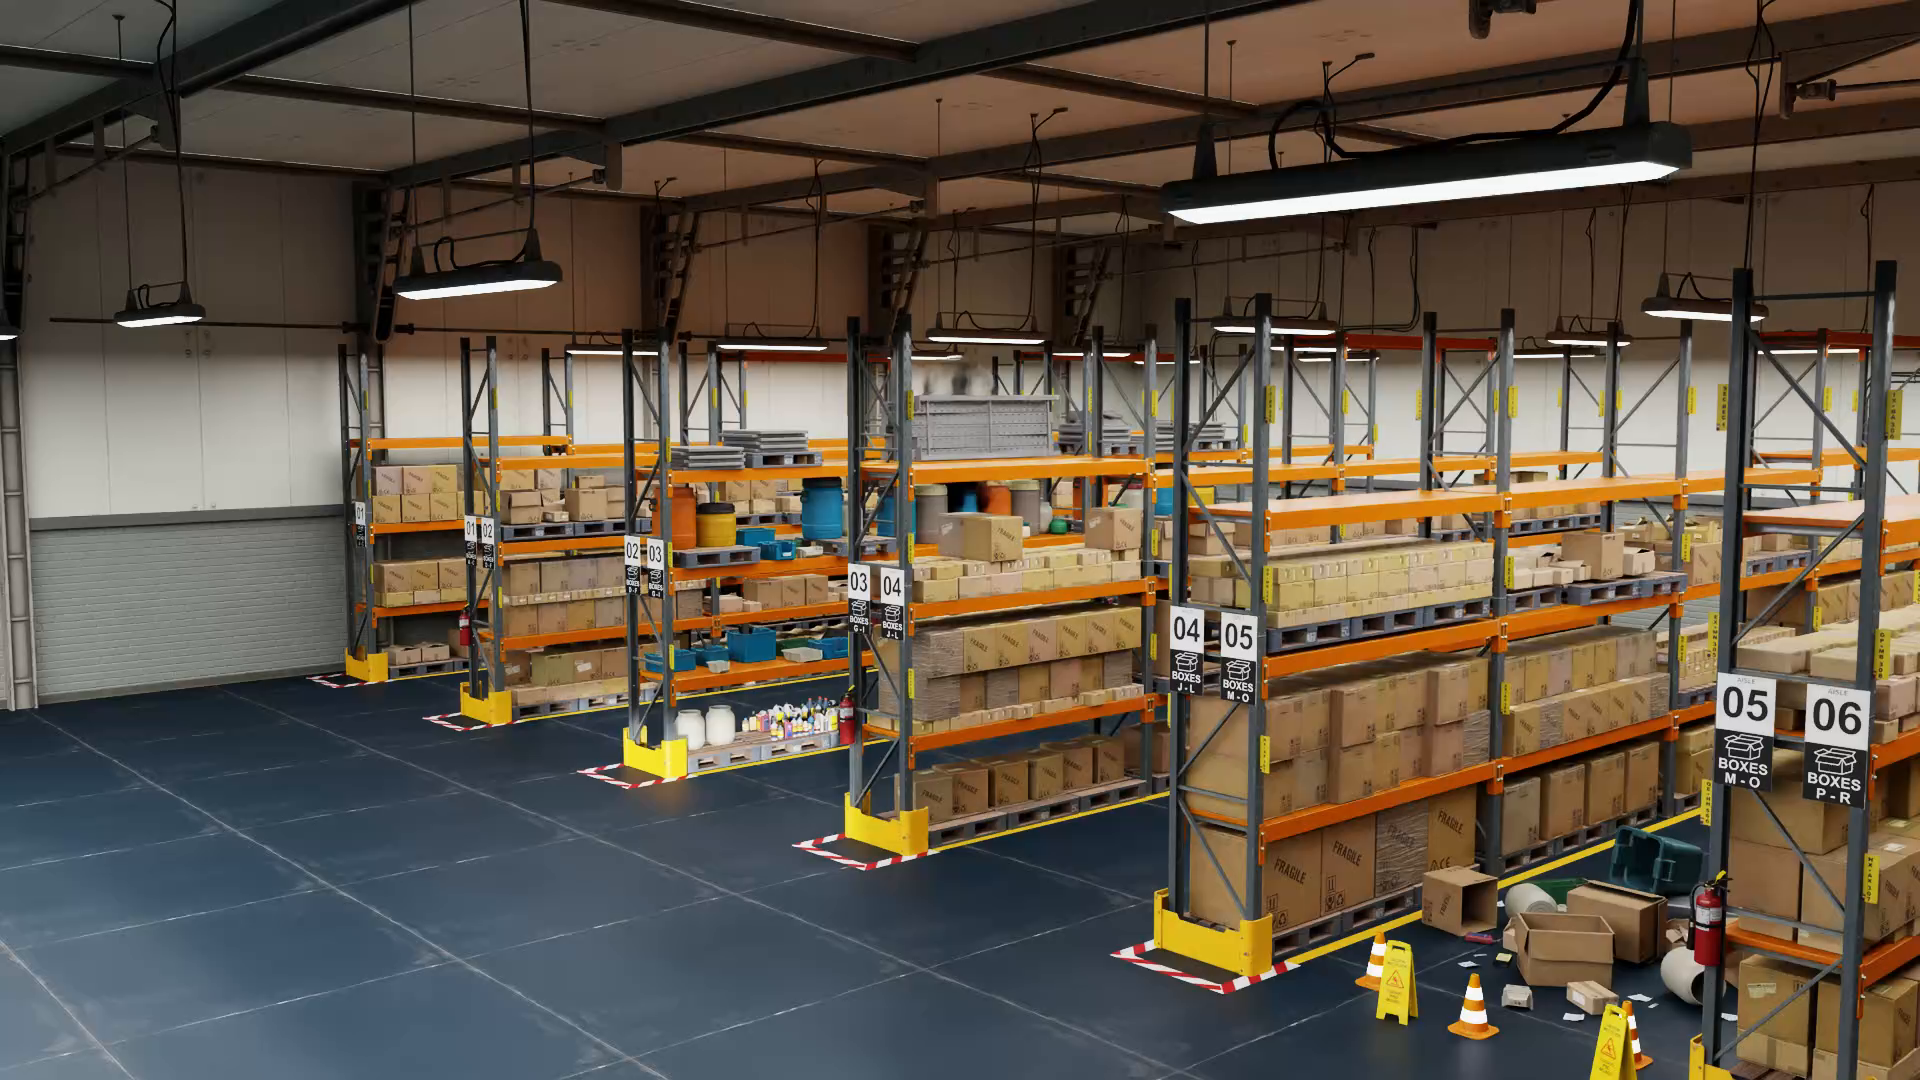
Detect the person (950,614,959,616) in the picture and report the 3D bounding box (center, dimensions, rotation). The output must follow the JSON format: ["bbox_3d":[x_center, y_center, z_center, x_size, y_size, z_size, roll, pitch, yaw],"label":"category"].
[{"bbox_3d":[-0.029,1.496,29.009,0.635,1.616,0.511,-4,7,-39],"label":"person"}]
